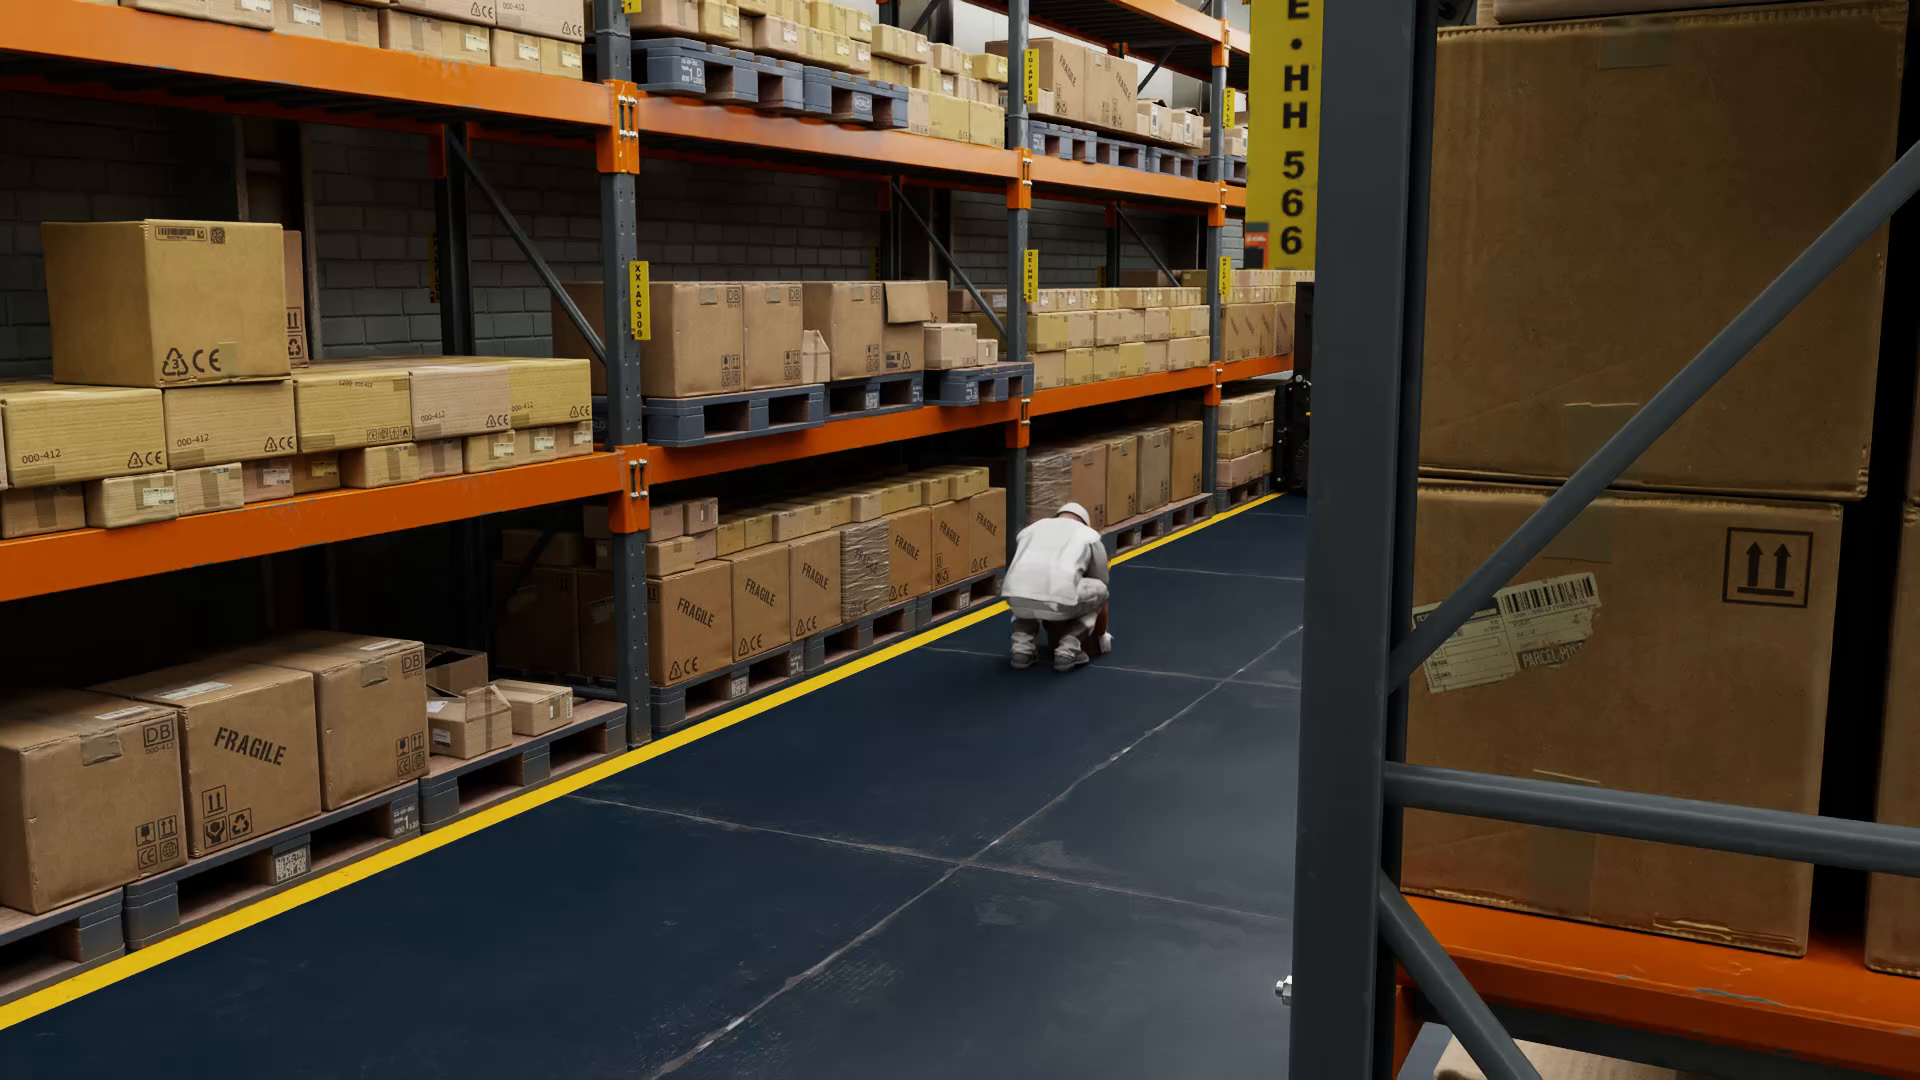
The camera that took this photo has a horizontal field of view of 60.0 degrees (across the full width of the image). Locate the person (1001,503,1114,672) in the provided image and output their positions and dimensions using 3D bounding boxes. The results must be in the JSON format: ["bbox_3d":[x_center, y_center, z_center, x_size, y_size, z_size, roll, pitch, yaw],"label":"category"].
[{"bbox_3d":[0.519,0.281,8.879,0.545,0.876,0.893,4,10,25],"label":"person"}]
